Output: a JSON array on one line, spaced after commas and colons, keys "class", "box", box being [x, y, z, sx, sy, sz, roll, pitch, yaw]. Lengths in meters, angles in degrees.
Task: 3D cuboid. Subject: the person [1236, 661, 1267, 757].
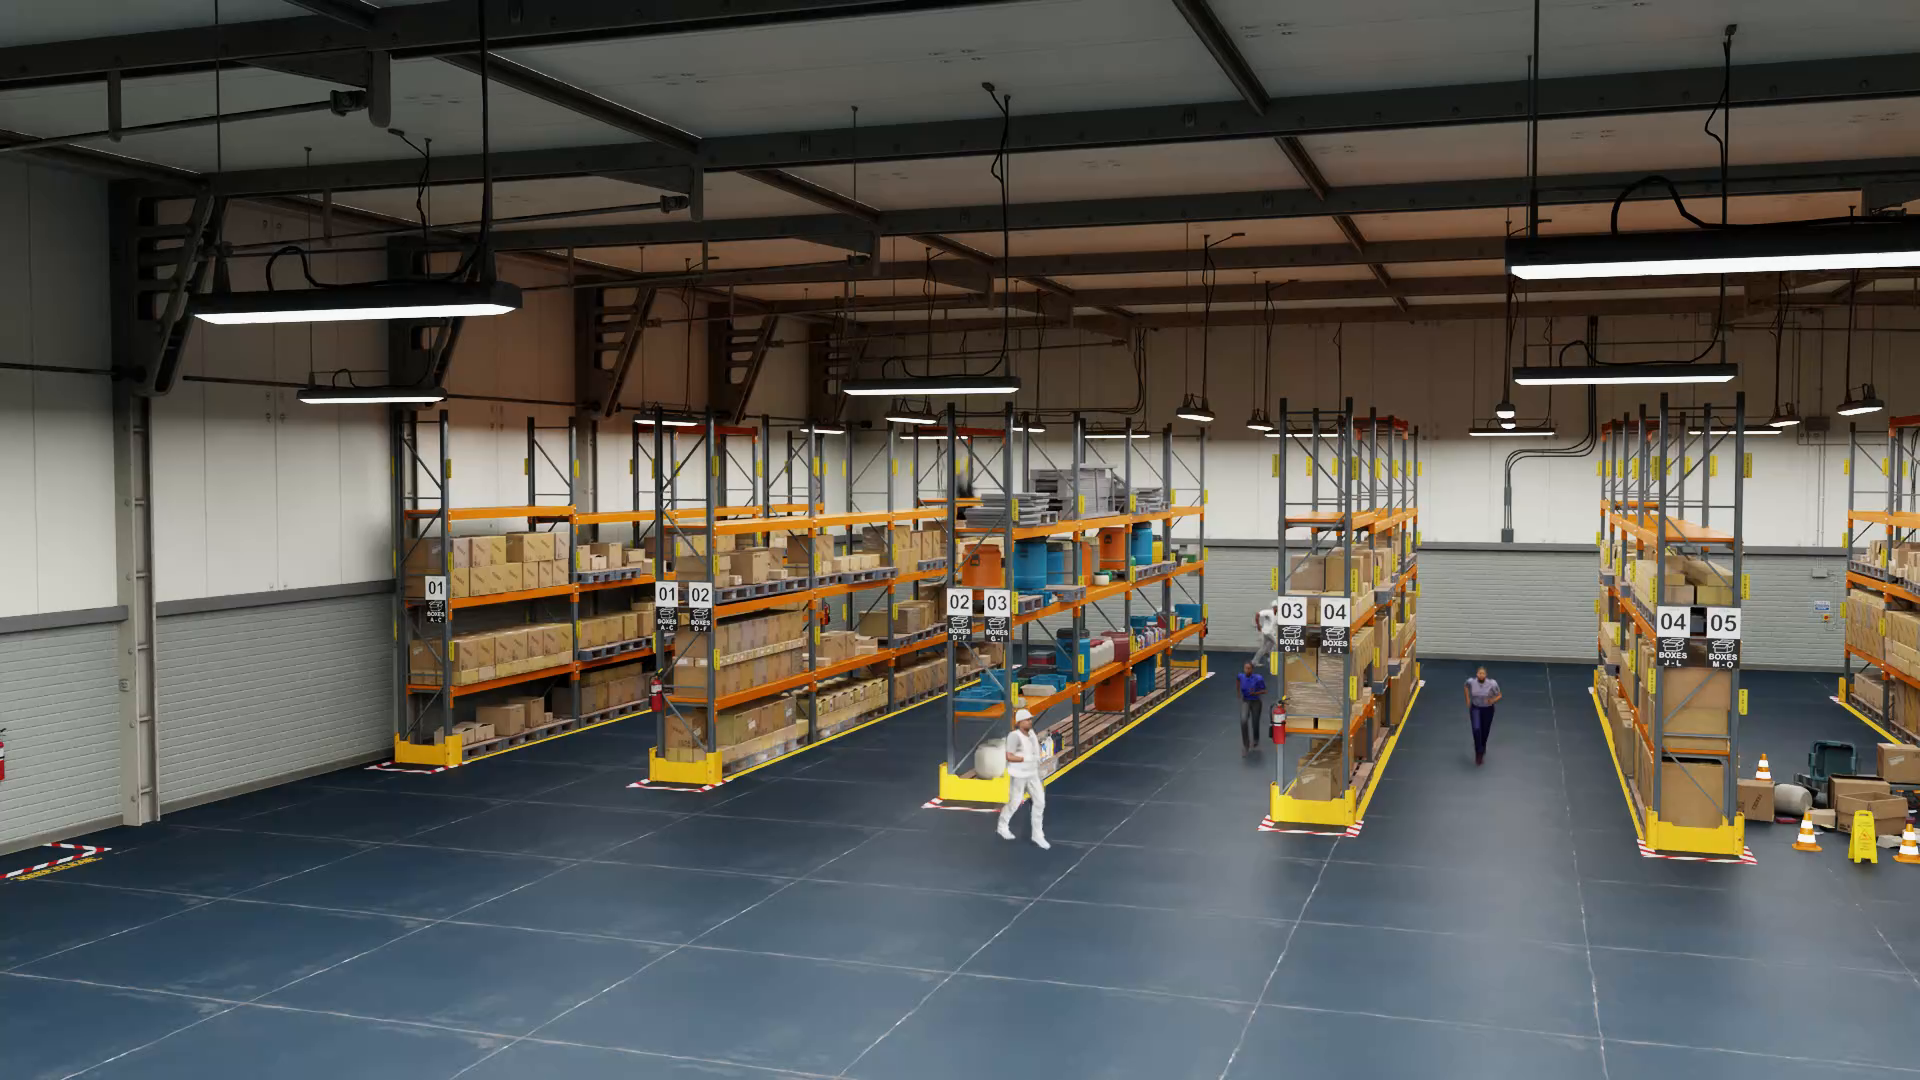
[{"class": "person", "box": [5.137, 2.947, 29.279, 0.576, 1.667, 0.928, 1, 3, 17]}]

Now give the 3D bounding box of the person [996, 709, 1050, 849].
[{"class": "person", "box": [0.808, 3.155, 22.055, 0.662, 1.835, 0.815, -2, 3, -44]}]

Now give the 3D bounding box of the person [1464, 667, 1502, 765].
[{"class": "person", "box": [8.968, 2.985, 28.564, 0.607, 1.645, 1.031, 1, 3, 13]}]

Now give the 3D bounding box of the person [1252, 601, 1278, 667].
[{"class": "person", "box": [7.714, 2.360, 41.501, 0.920, 1.720, 0.683, 2, 3, 33]}]
